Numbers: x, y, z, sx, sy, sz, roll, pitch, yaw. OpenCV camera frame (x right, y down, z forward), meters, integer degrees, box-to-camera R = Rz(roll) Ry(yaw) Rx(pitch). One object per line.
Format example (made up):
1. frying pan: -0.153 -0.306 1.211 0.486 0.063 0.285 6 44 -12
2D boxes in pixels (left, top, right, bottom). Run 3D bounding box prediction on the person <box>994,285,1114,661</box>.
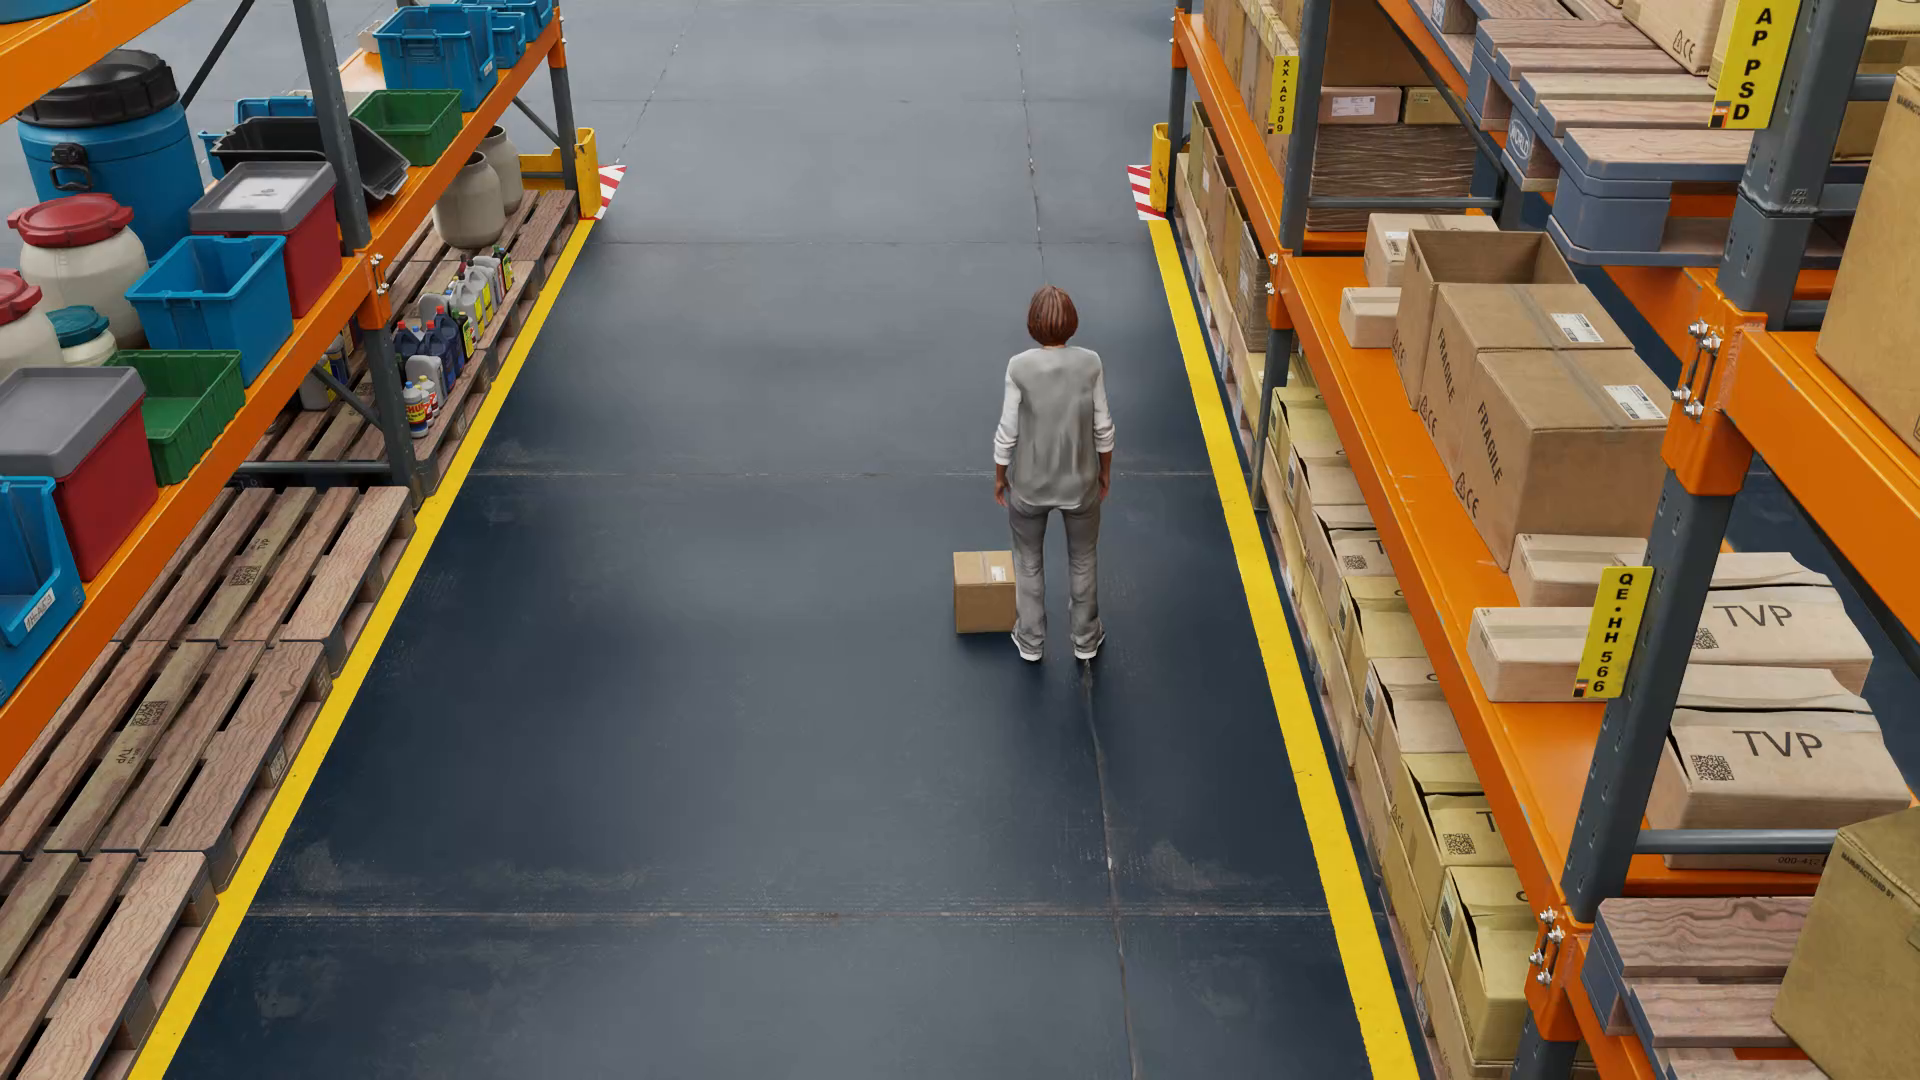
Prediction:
1. person: 0.370 -0.222 6.502 0.484 1.592 0.346 -1 32 -2
